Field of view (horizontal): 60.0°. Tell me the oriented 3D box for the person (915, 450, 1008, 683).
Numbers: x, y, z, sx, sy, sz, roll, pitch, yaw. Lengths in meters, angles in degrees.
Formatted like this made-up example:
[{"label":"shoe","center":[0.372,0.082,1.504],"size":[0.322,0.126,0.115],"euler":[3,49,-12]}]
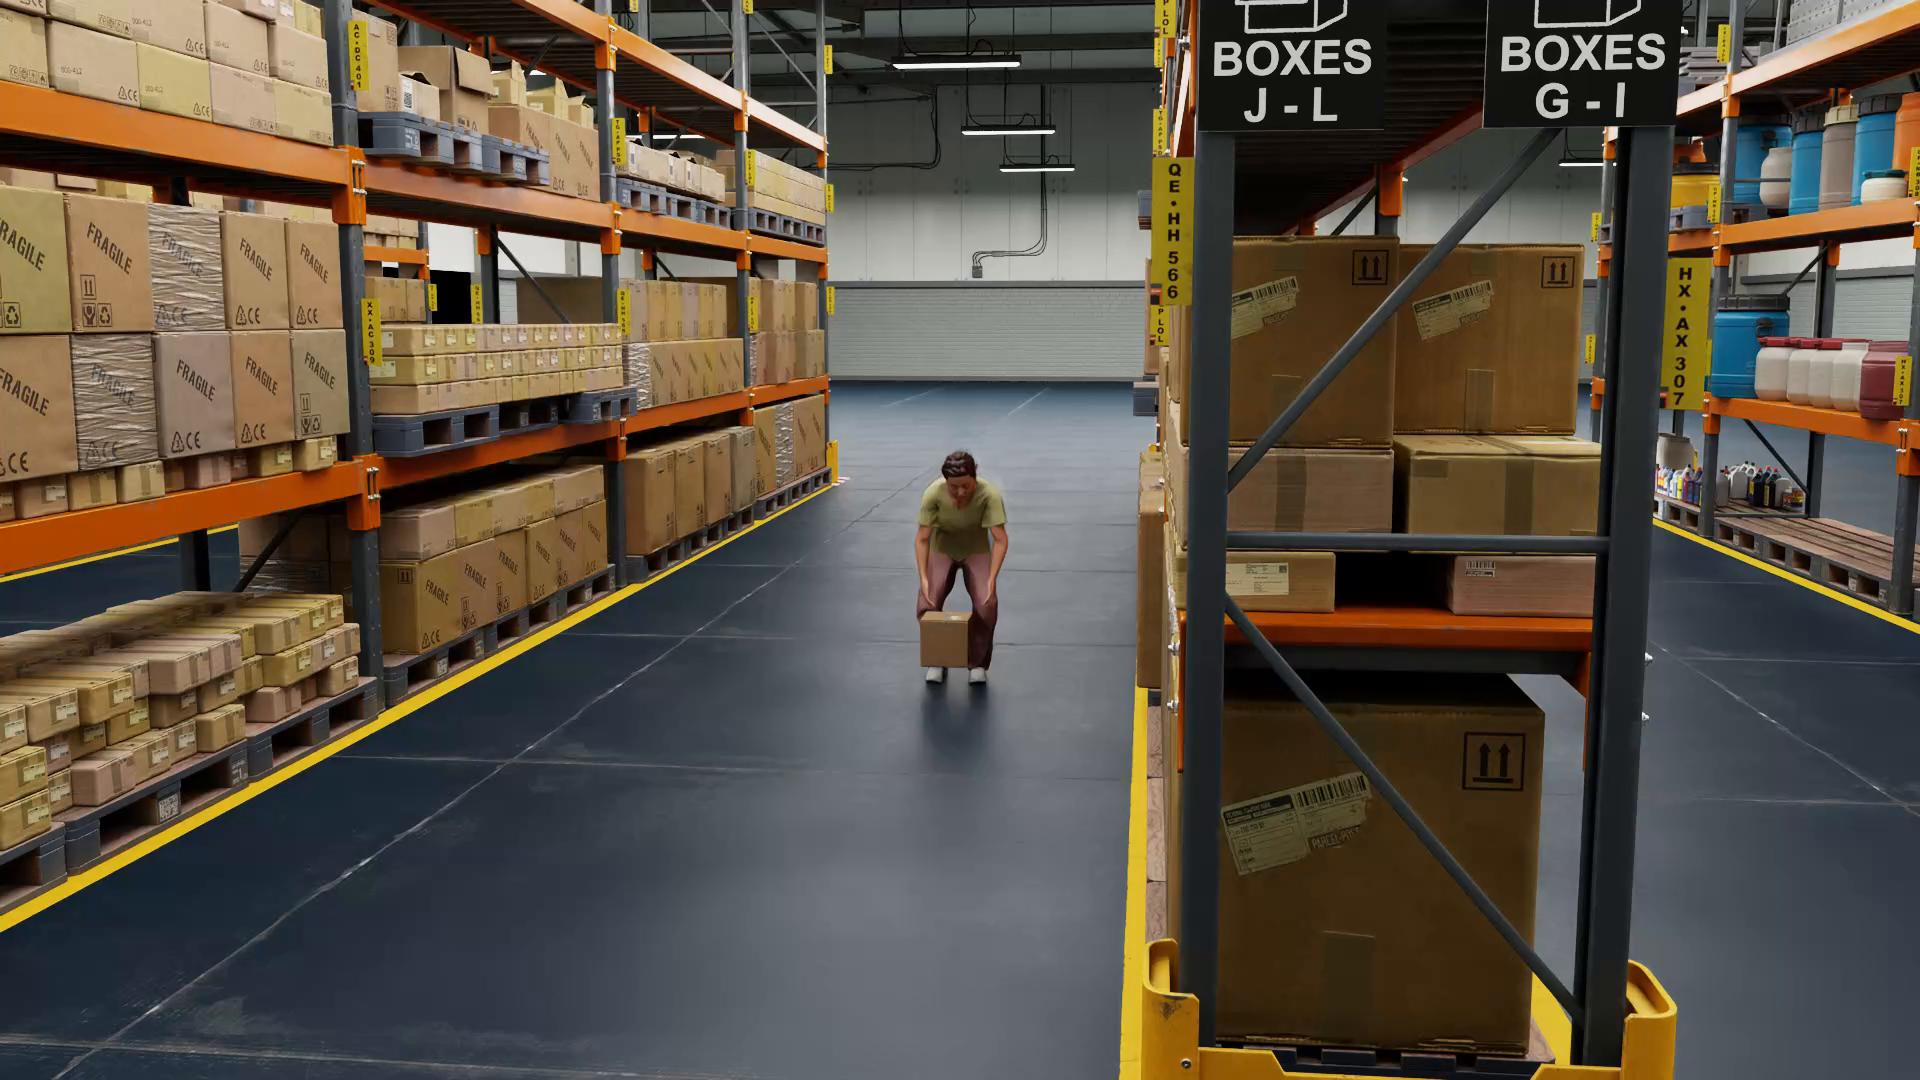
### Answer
[{"label":"person","center":[0.017,0.141,9.159],"size":[0.512,1.307,0.680],"euler":[1,8,6]}]
